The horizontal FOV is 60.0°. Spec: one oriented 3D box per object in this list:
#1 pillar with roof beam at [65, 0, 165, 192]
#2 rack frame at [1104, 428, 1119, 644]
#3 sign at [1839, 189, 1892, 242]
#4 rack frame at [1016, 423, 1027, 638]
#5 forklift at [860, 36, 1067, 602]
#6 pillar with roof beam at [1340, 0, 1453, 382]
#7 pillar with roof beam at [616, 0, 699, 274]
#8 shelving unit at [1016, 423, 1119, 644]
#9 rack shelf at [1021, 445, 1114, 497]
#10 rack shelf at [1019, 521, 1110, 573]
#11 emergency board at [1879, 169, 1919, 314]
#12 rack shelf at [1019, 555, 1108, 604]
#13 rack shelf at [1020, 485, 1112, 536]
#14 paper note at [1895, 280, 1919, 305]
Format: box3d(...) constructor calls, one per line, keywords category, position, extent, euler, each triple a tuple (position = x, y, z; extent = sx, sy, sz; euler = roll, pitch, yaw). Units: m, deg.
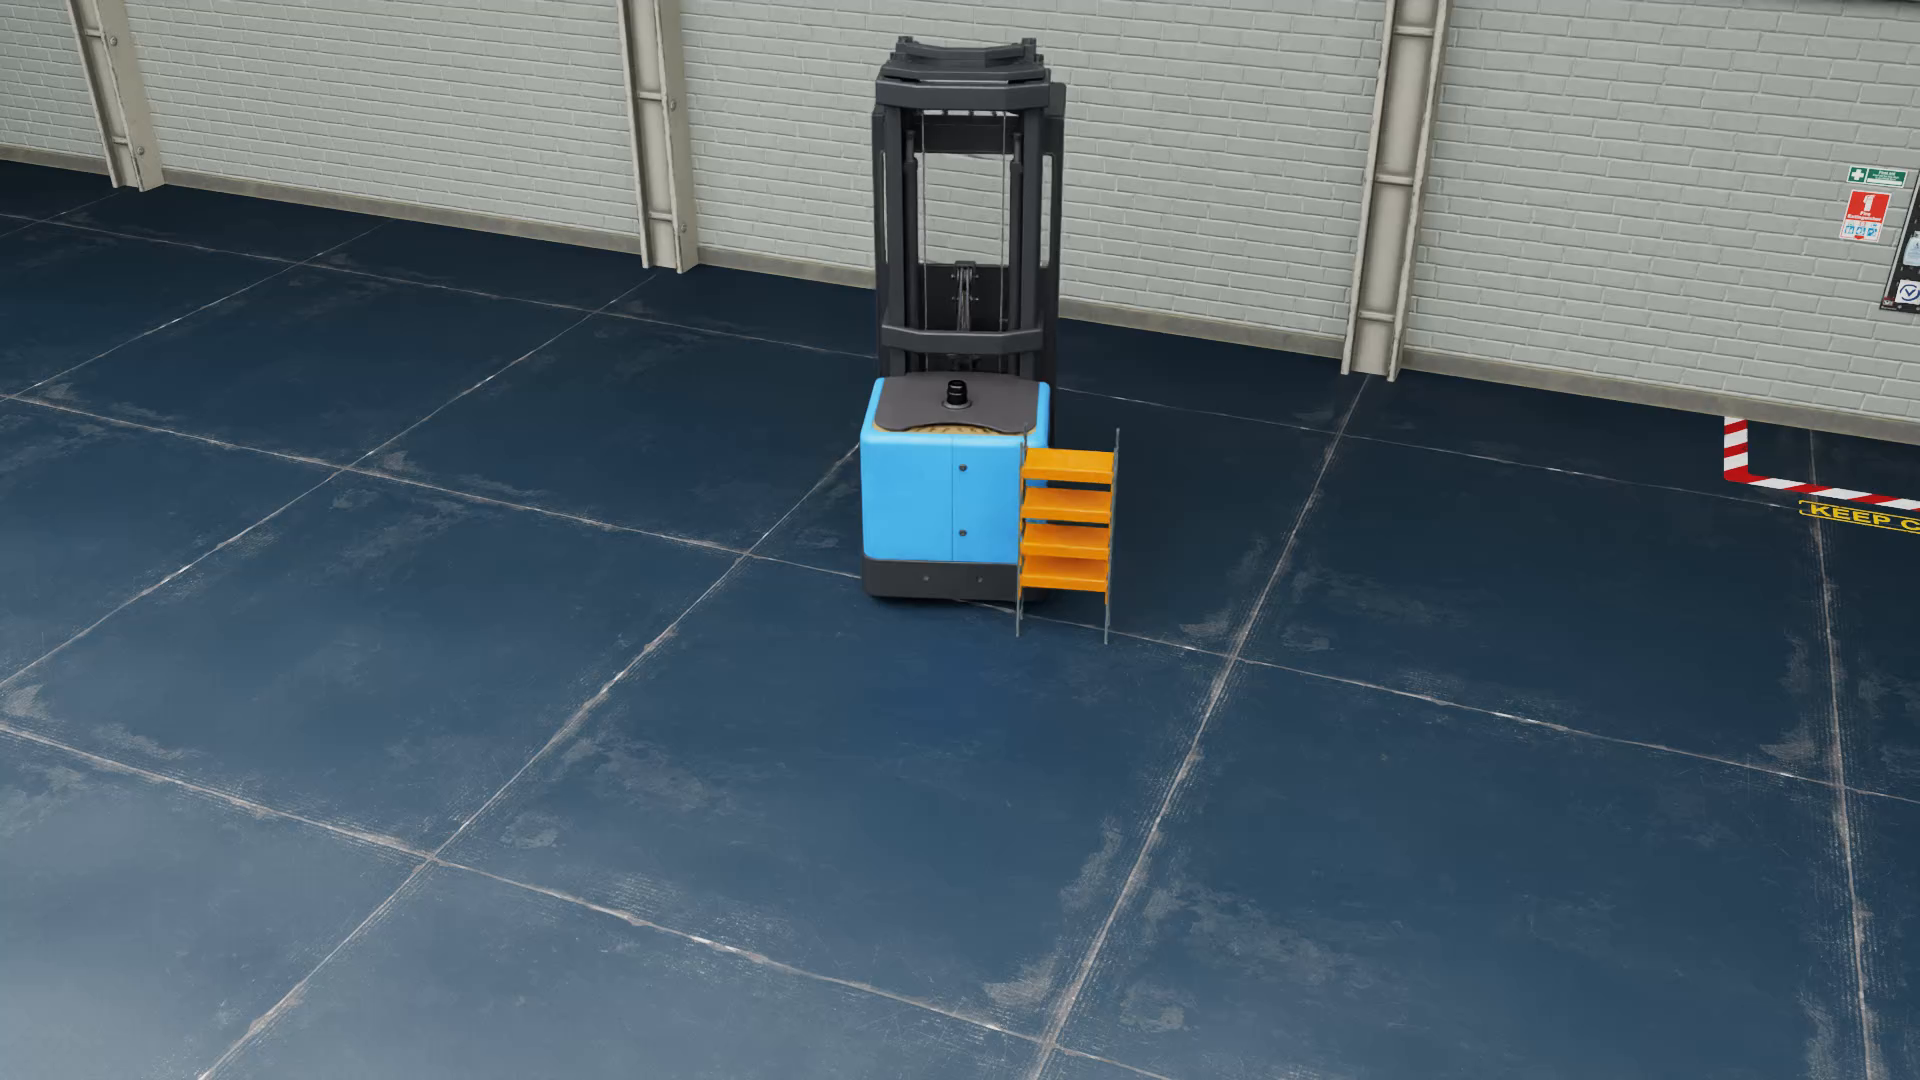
box3d(category="pillar with roof beam", position=(-9.672, -5.443, 10.646), extent=(0.400, 9.000, 9.100), euler=(11, 31, 19))
box3d(category="rack frame", position=(0.817, -0.007, 8.955), extent=(0.015, 1.200, 0.240), euler=(4, 30, 7))
box3d(category="sign", position=(5.876, -2.104, 10.799), extent=(0.234, 0.329, 0.001), euler=(11, 31, 19))
box3d(category="rack frame", position=(0.333, -0.040, 9.013), extent=(0.015, 1.200, 0.240), euler=(4, 30, 7))
box3d(category="forklift", position=(0.063, -1.622, 10.053), extent=(1.130, 2.935, 3.031), euler=(2, 30, 3))
box3d(category="pillar with roof beam", position=(1.447, -3.223, 6.718), extent=(0.400, 9.000, 9.100), euler=(11, 31, 19))
box3d(category="pillar with roof beam", position=(-4.113, -4.333, 8.682), extent=(0.400, 9.000, 9.100), euler=(11, 31, 19))
box3d(category="shelving unit", position=(0.575, -0.024, 8.984), extent=(0.503, 1.200, 0.258), euler=(4, 30, 7))
box3d(category="rack shelf", position=(0.575, -0.366, 8.790), extent=(0.480, 0.148, 0.258), euler=(4, 30, 7))
box3d(category="rack shelf", position=(0.575, 0.035, 9.017), extent=(0.480, 0.148, 0.258), euler=(4, 30, 7))
box3d(category="emergency board", position=(6.349, -1.949, 10.561), extent=(0.626, 1.169, 0.157), euler=(11, 31, 19))
box3d(category="rack shelf", position=(0.575, 0.208, 9.115), extent=(0.480, 0.148, 0.258), euler=(4, 30, 7))
box3d(category="rack shelf", position=(0.575, -0.160, 8.907), extent=(0.480, 0.148, 0.258), euler=(4, 30, 7))
box3d(category="paper note", position=(6.212, -1.620, 10.874), extent=(0.142, 0.148, 0.016), euler=(11, 31, 19))
